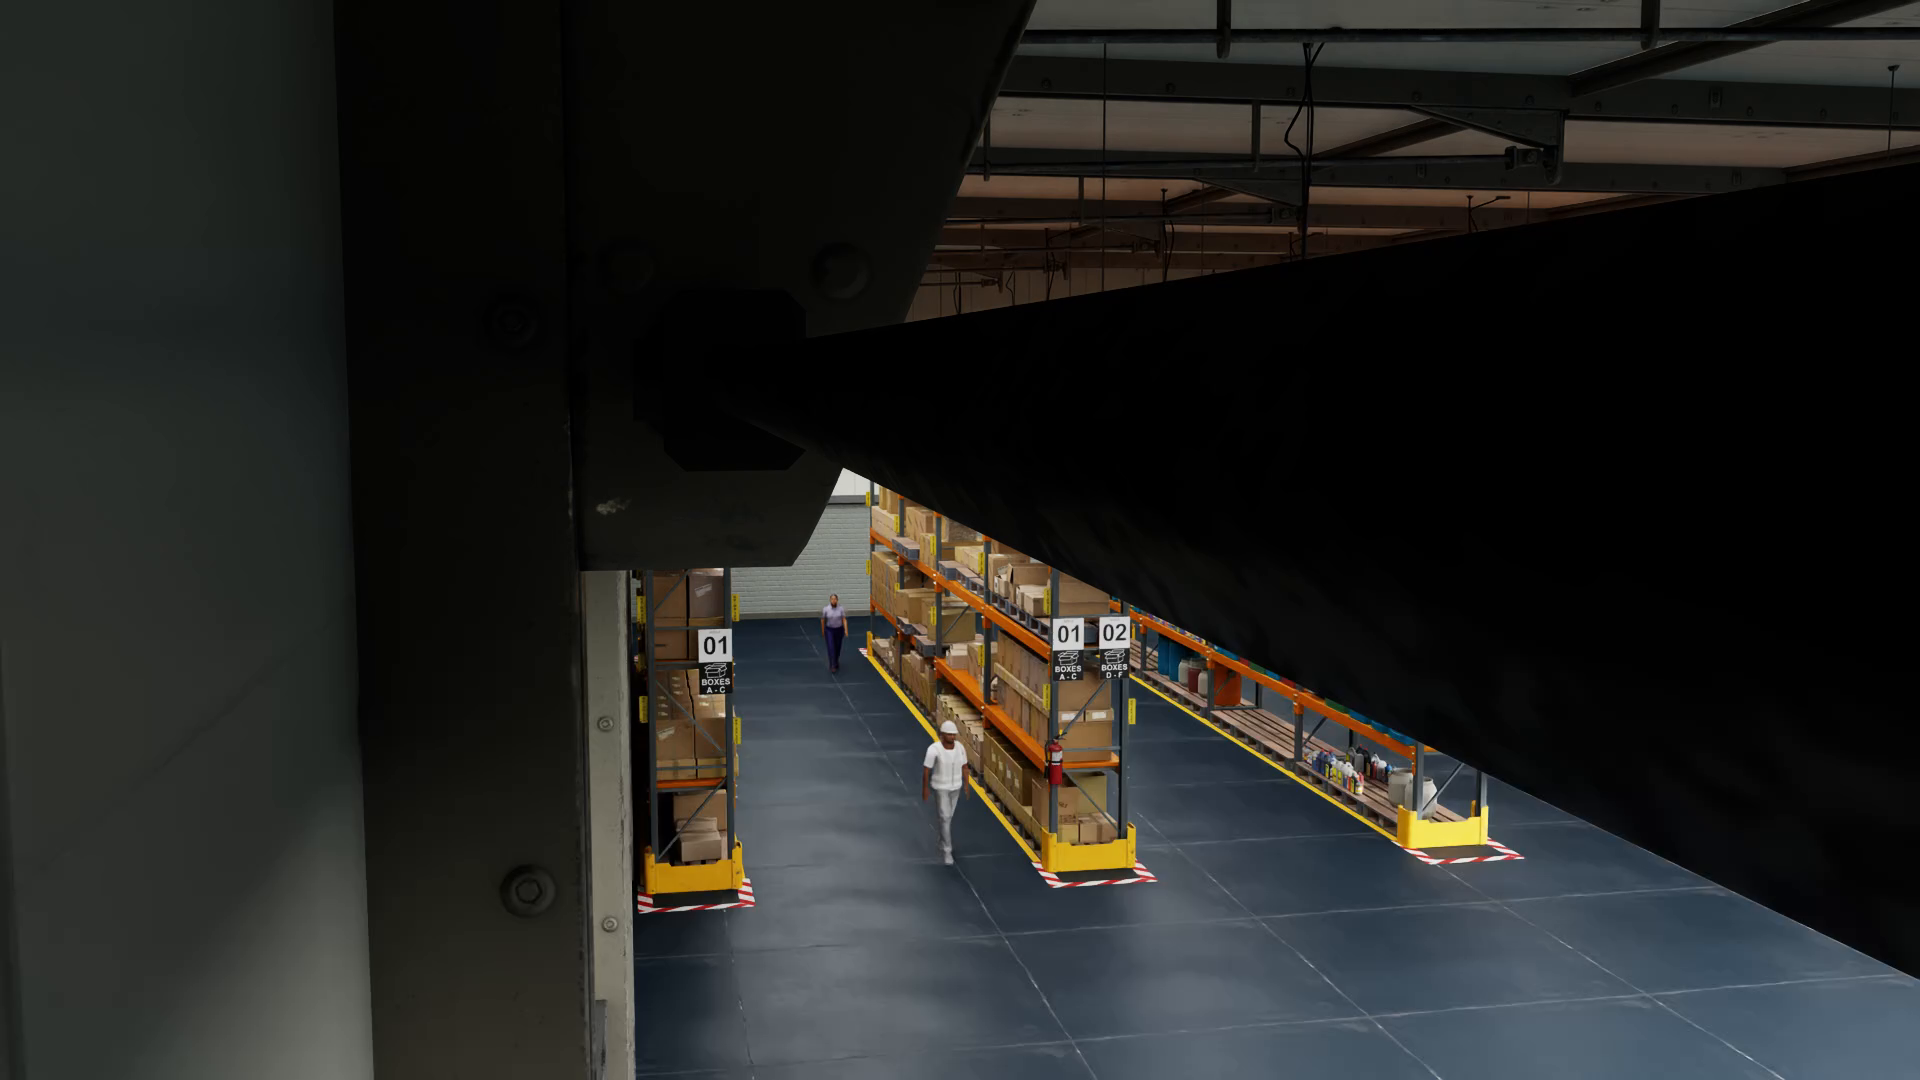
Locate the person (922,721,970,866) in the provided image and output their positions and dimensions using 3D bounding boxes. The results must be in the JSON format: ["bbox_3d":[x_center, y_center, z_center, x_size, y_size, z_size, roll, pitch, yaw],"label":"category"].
[{"bbox_3d":[-0.144,3.224,21.495,0.597,1.776,0.806,-4,7,-34],"label":"person"}]

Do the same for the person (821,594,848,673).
[{"bbox_3d":[-2.613,1.922,34.592,0.521,1.574,1.034,-1,6,-13],"label":"person"}]
